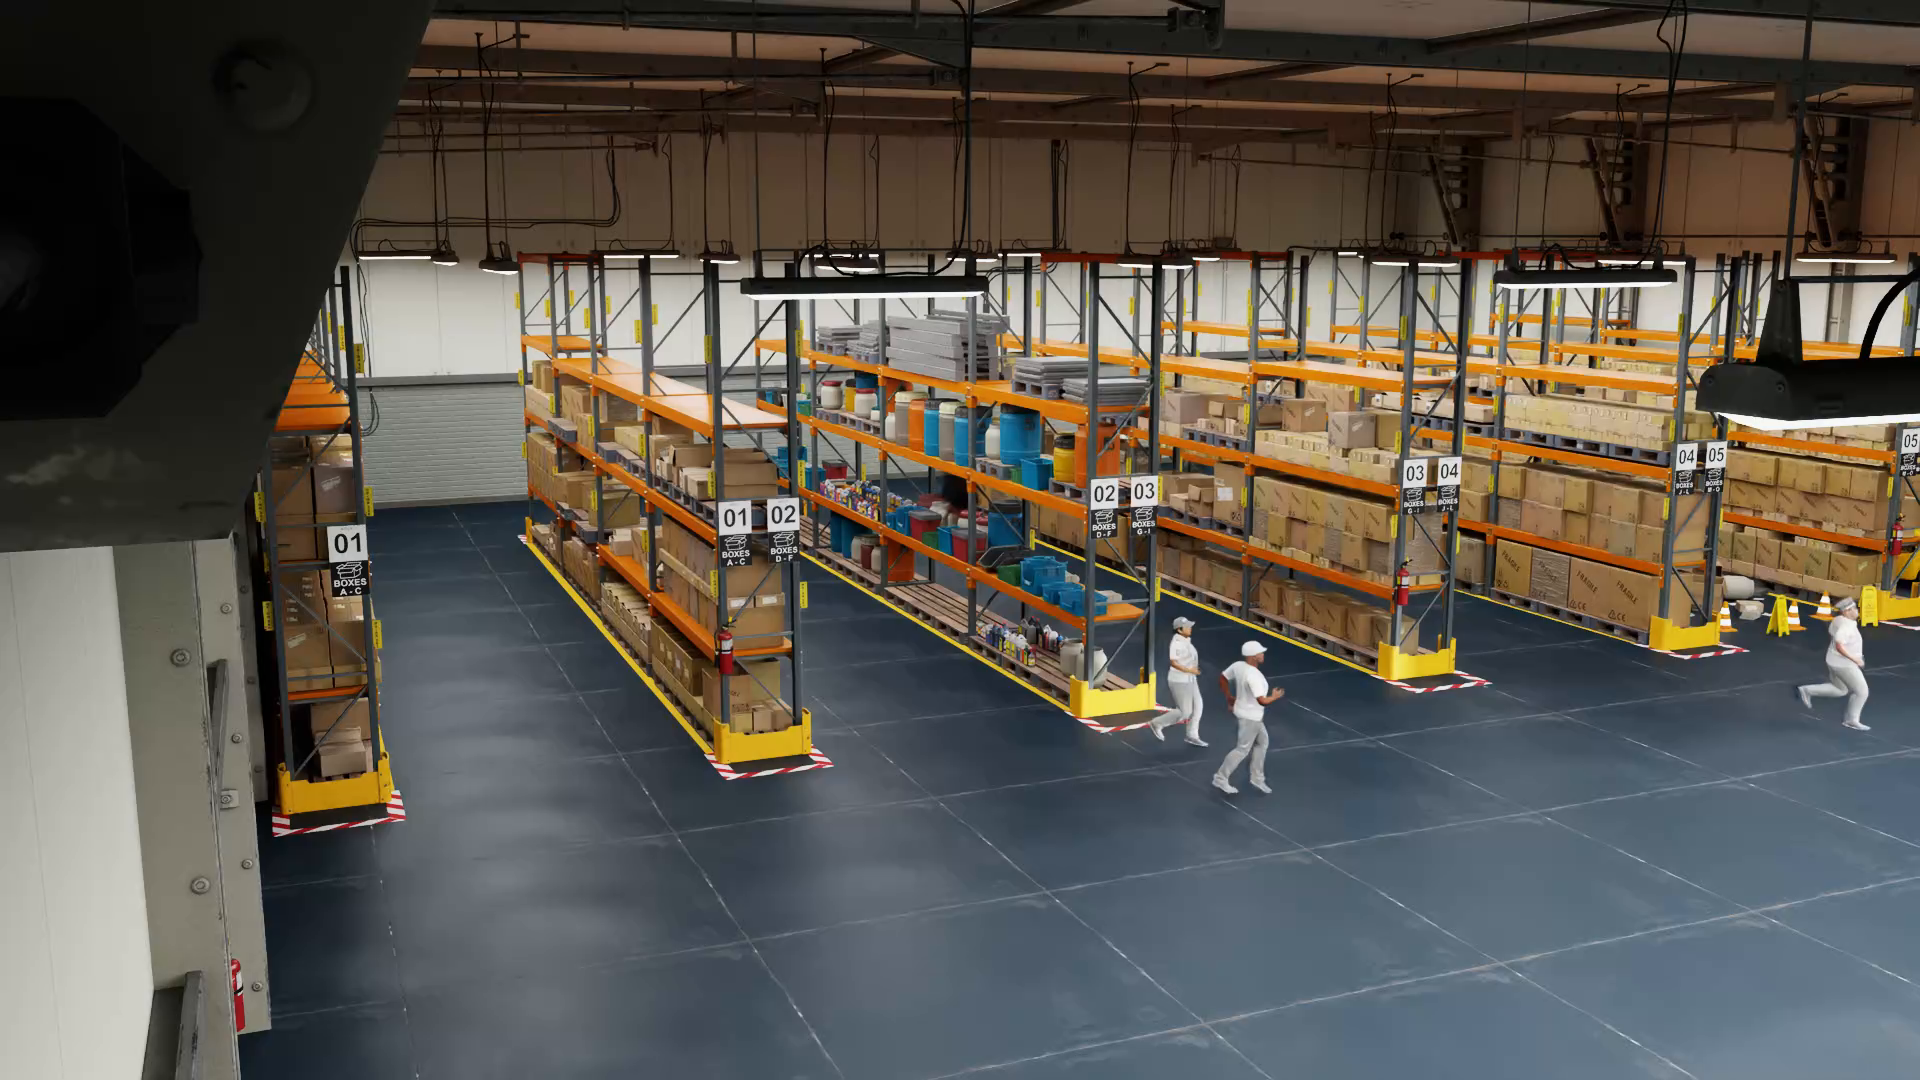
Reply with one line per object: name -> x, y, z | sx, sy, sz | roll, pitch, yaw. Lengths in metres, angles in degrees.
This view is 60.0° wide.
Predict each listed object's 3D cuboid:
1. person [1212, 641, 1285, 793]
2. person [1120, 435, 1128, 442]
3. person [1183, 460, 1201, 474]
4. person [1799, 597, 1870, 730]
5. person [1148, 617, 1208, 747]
person -> 3.278, 2.048, 18.932 | 0.799, 1.840, 0.700 | 0, 10, -3
person -> 3.778, -1.608, 39.126 | 0.734, 1.699, 0.543 | 0, 10, -2
person -> 5.890, -2.139, 42.159 | 0.756, 1.719, 0.543 | -3, 11, -17
person -> 11.438, 1.599, 21.616 | 0.848, 1.759, 0.667 | 2, 11, 10
person -> 2.774, 1.780, 20.798 | 0.696, 1.667, 0.616 | 3, 11, 14
